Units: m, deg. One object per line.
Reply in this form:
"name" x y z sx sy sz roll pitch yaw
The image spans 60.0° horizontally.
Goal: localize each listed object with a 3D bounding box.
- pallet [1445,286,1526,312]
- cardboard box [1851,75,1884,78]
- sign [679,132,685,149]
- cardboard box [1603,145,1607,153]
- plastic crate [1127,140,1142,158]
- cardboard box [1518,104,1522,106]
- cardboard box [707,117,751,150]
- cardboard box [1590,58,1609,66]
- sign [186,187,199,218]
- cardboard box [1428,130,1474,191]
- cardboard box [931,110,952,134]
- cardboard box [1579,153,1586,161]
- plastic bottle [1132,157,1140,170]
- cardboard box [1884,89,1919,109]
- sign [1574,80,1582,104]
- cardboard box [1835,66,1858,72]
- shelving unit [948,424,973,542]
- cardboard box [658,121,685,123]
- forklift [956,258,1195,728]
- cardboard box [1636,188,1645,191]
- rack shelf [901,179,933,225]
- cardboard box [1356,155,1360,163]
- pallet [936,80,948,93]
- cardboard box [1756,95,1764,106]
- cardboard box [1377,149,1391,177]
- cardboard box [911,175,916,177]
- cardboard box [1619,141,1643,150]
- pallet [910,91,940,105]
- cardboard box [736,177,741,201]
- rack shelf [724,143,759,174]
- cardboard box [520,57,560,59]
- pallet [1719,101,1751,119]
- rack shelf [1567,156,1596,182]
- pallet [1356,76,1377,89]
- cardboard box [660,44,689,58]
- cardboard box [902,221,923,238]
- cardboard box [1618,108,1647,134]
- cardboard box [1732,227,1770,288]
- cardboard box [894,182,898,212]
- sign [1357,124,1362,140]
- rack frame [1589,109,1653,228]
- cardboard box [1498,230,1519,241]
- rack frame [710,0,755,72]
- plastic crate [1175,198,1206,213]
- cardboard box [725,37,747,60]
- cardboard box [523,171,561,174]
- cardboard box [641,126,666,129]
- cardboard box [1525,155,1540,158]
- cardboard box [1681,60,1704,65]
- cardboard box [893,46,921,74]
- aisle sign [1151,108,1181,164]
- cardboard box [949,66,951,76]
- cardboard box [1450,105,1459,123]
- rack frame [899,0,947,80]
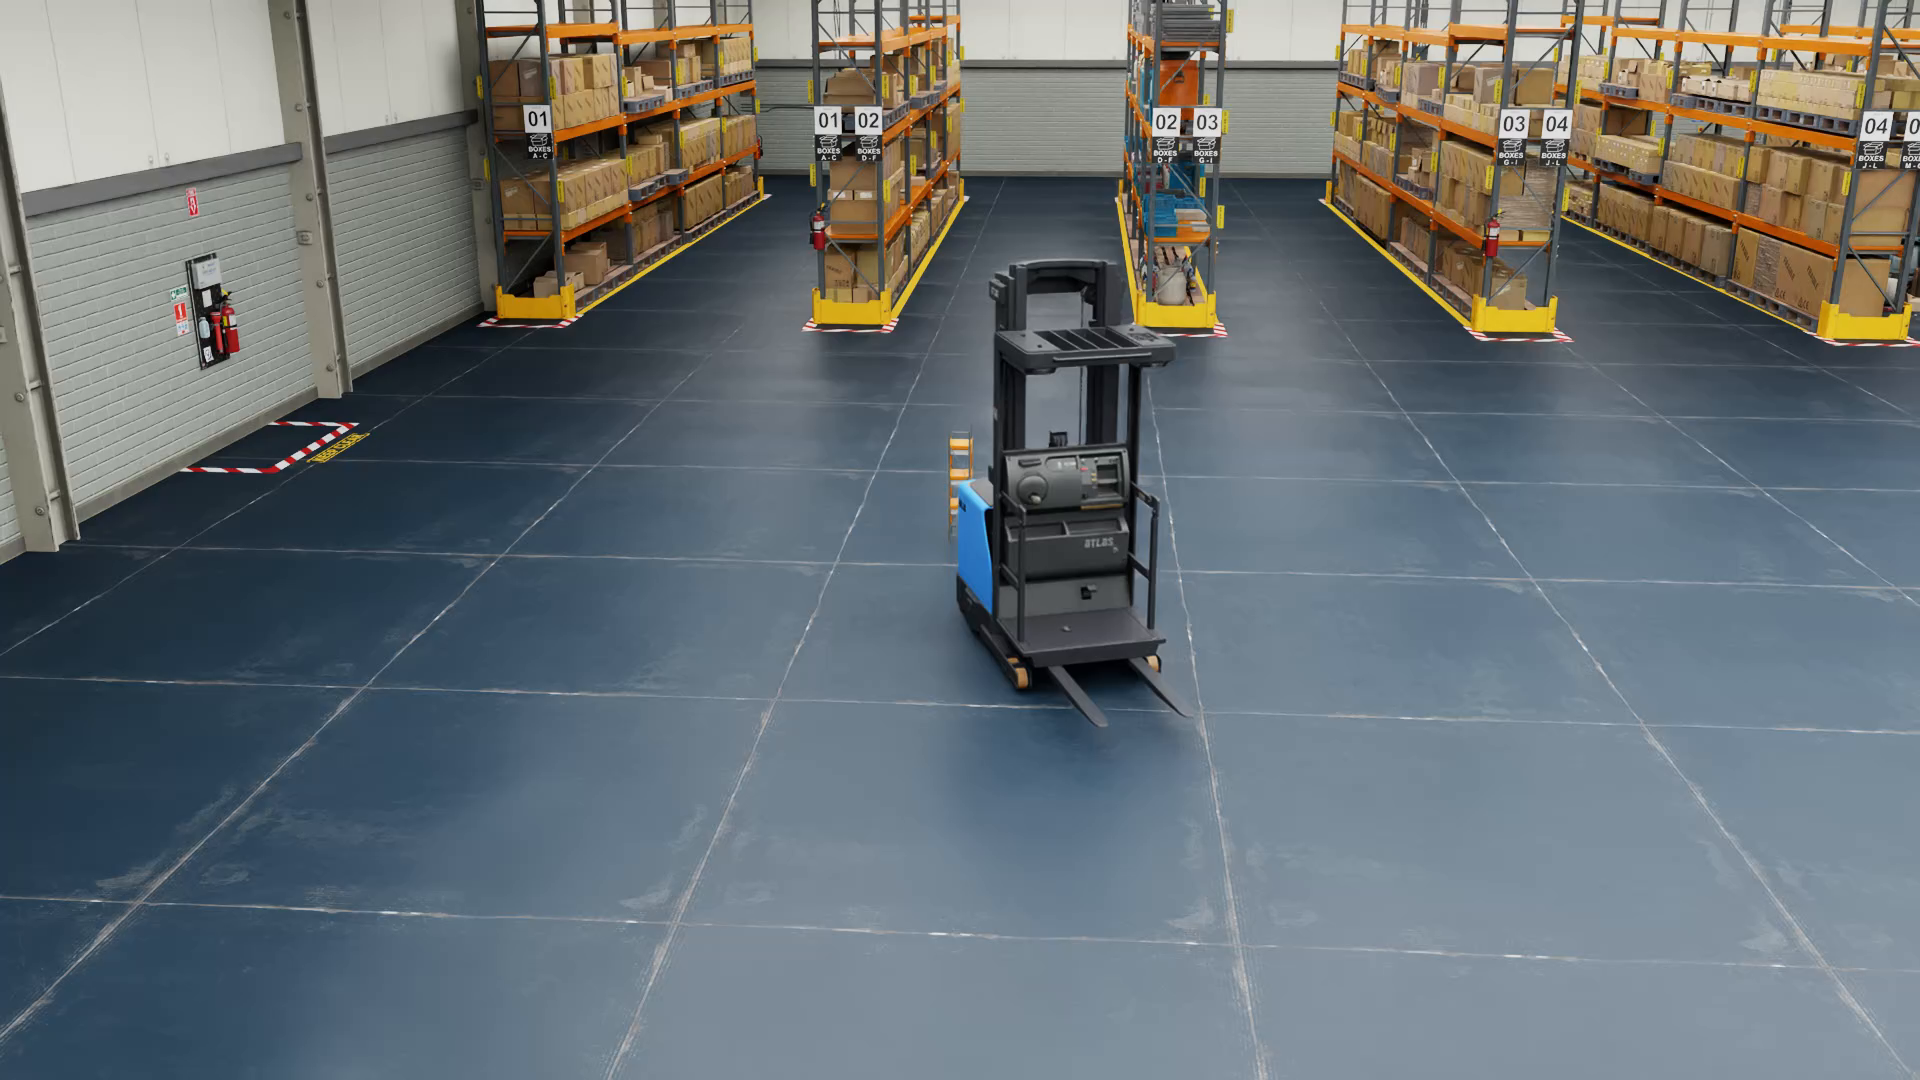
"pallet" 8.425 -3.871 26.726 1.003 0.211 1.213 1 18 4
"cardboard box" 13.628 -6.904 24.974 0.380 0.149 0.250 2 18 5
"sign" -5.470 -7.863 32.698 0.100 0.325 0.005 1 18 4
"cardboard box" 13.515 -8.077 34.334 0.380 0.149 0.250 2 18 5
"plastic crate" 3.850 -8.554 36.469 0.392 0.384 0.575 1 18 4
"cardboard box" 8.609 -6.485 25.008 0.380 0.149 0.250 1 18 4
"cardboard box" -5.506 -9.602 39.255 0.980 0.700 0.700 1 18 3
"cardboard box" 13.853 -10.337 35.959 0.380 0.149 0.250 1 18 2
"sign" -8.143 -3.583 17.645 0.001 0.298 0.199 1 18 4
"cardboard box" 8.720 -6.514 28.675 1.000 1.000 1.000 1 18 4
"cardboard box" -0.433 -9.316 37.096 0.500 0.500 0.500 1 18 2
"cardboard box" 13.845 -8.431 36.568 0.380 0.149 0.250 1 18 2
"plastic bottle" 3.660 -7.827 34.519 0.152 0.276 0.135 1 18 4
"cardboard box" 13.467 -6.288 23.734 0.500 0.250 0.500 1 18 4
"sign" 8.778 -6.372 23.659 0.100 0.325 0.005 1 18 4
"cardboard box" 18.708 -9.863 35.098 0.396 0.266 0.258 2 18 6
"shelving unit" 0.004 -0.516 15.137 0.215 1.050 0.252 1 18 4
"cardboard box" -6.080 -8.701 35.113 0.500 0.250 0.500 1 18 2
"forklift" 0.842 -0.446 11.904 1.130 2.935 3.031 -5 19 -14
"cardboard box" 14.185 -7.100 34.237 0.500 0.250 0.500 2 18 7
"rack shelf" -1.214 -6.287 30.776 1.077 0.370 4.000 1 18 4
"cardboard box" 8.792 -8.253 36.023 0.380 0.149 0.250 1 18 4
"pallet" -0.901 -9.628 35.300 1.213 0.211 1.003 1 18 4
"cardboard box" 13.098 -7.091 26.826 0.380 0.149 0.250 1 18 3
"cardboard box" 8.674 -7.550 33.315 0.500 0.500 0.500 1 18 2
"cardboard box" -1.140 -7.096 32.232 0.500 0.311 0.500 2 18 7
"cardboard box" 13.442 -7.894 33.297 0.380 0.149 0.250 2 18 6
"pallet" -1.030 -8.373 31.473 1.213 0.211 1.003 2 18 6
"cardboard box" -5.491 -8.159 38.673 0.700 0.500 0.500 2 18 5
"rack shelf" -5.582 -8.881 38.693 1.077 0.370 4.000 1 18 4
"cardboard box" -6.686 -7.451 26.556 0.500 0.500 0.500 1 18 4
"pallet" 13.480 -7.264 28.091 0.805 0.209 1.217 1 18 2
"rack shelf" 14.180 -8.408 37.247 1.077 0.370 4.000 1 18 4
"pallet" 9.166 -9.907 35.994 1.003 0.211 1.213 1 18 4
"cardboard box" -5.944 -10.198 34.668 0.500 0.250 0.500 1 18 2
"cardboard box" -0.970 -5.768 30.876 0.500 0.311 0.500 2 18 5
"cardboard box" 14.312 -8.927 35.432 0.500 0.500 0.500 2 18 5
"cardboard box" 13.348 -4.640 27.330 0.875 0.875 0.875 2 18 5
"cardboard box" -1.414 -5.754 27.831 0.700 0.500 0.500 1 18 3
"sign" 8.543 -8.731 35.562 0.100 0.325 0.005 1 18 4
"rack frame" 14.037 -8.128 35.239 1.000 3.000 0.127 1 18 4
"cardboard box" 8.051 -4.517 24.622 0.380 0.149 0.250 1 18 4
"rack frame" -5.438 -12.695 39.542 1.000 3.000 0.127 1 18 4
"plastic crate" 3.774 -5.476 27.383 0.499 0.251 0.616 1 18 4
"cardboard box" -5.265 -11.413 38.649 0.500 0.500 0.500 2 18 6
"cardboard box" -6.685 -5.638 26.642 0.500 0.500 0.500 1 18 2
"cardboard box" -6.197 -8.222 33.650 0.500 0.250 0.500 1 18 2
"cardboard box" 8.591 -5.527 25.057 0.500 0.500 0.500 1 18 4
"cardboard box" 14.070 -9.082 31.944 0.396 0.266 0.258 1 18 4
"cardboard box" -1.033 -9.334 32.334 0.500 0.500 0.500 1 18 4
"aisle sign" 2.995 -5.874 24.183 0.394 0.787 0.004 1 18 4
"cardboard box" -0.467 -10.385 36.748 0.500 0.250 0.500 1 18 4
"cardboard box" 8.203 -6.841 26.735 0.500 0.250 0.500 1 18 3
"rack frame" -0.784 -11.344 35.417 1.000 3.000 0.127 1 18 4
